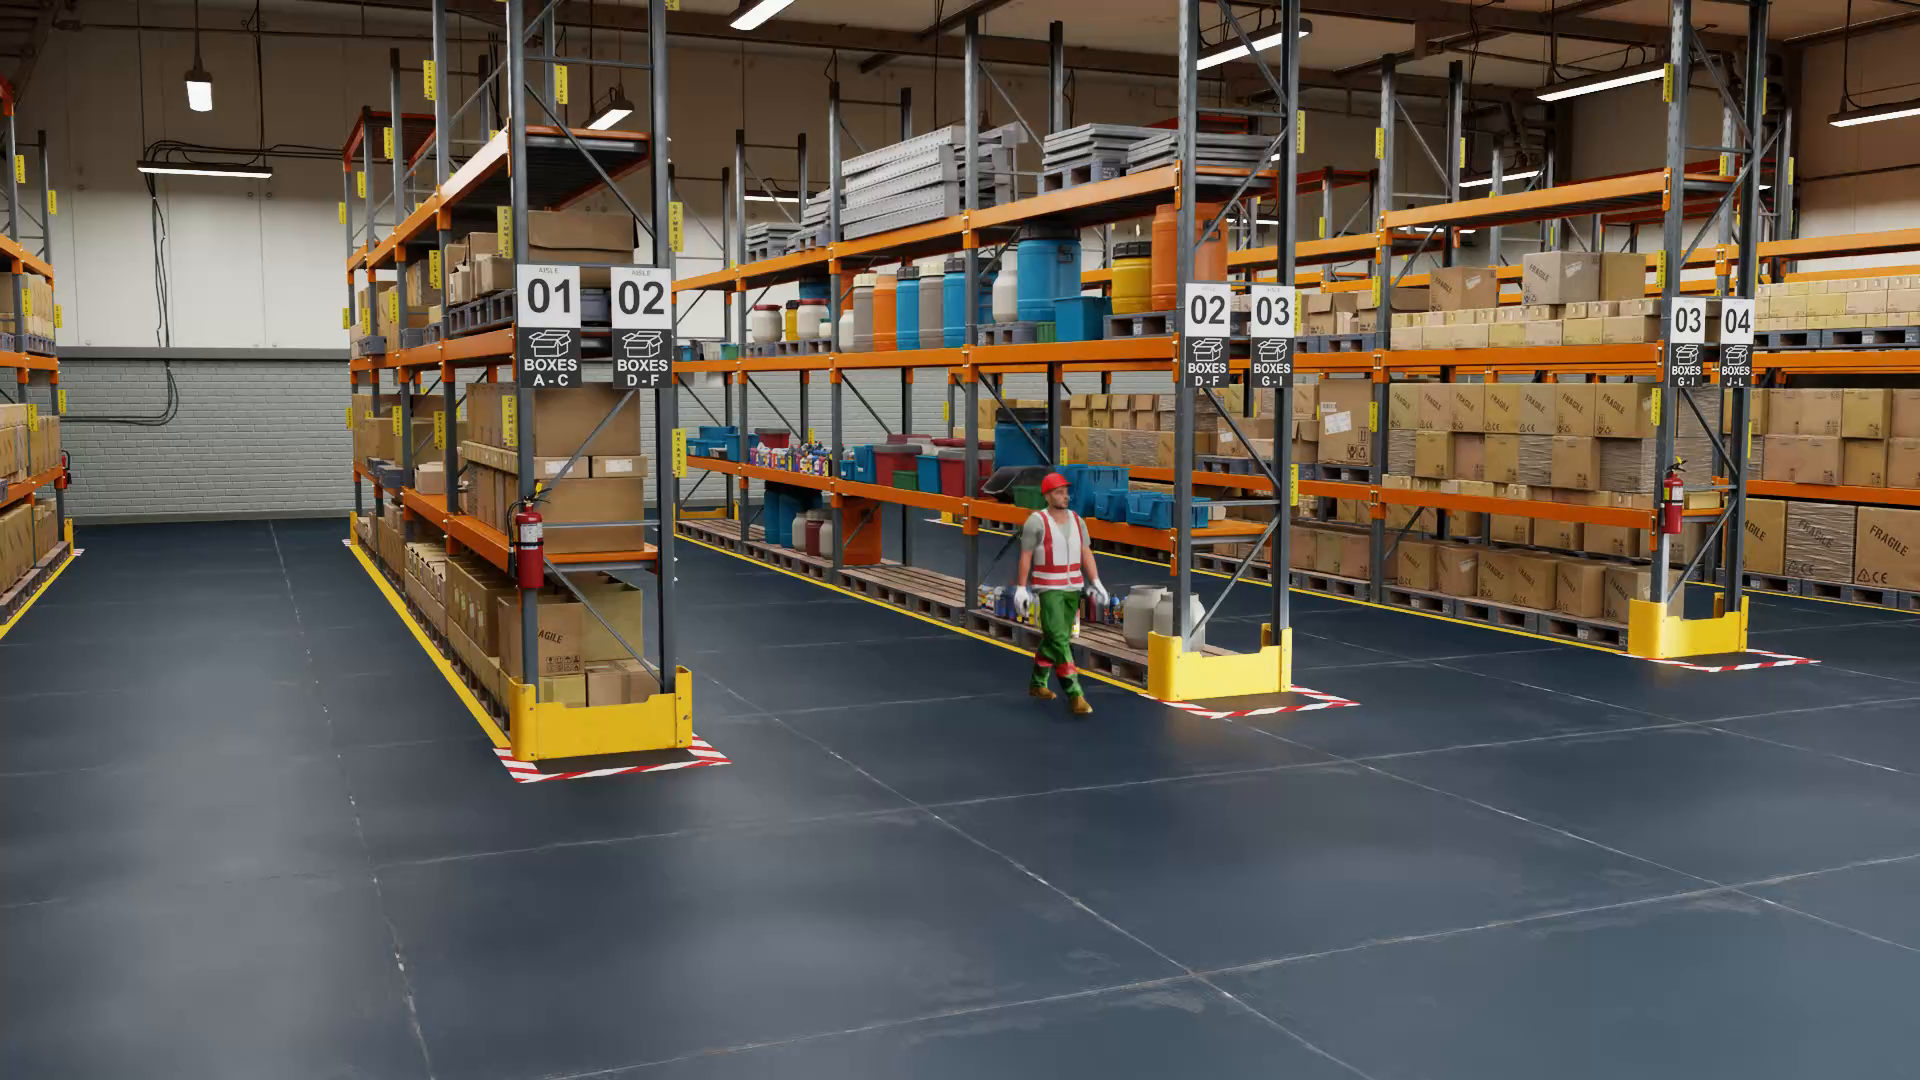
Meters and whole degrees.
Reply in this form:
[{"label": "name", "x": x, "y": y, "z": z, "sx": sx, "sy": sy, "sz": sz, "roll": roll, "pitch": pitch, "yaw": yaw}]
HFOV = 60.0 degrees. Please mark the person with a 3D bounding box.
[{"label": "person", "x": 0.799, "y": 0.372, "z": 12.336, "sx": 0.577, "sy": 1.737, "sz": 0.995, "roll": -4, "pitch": 6, "yaw": -34}]
